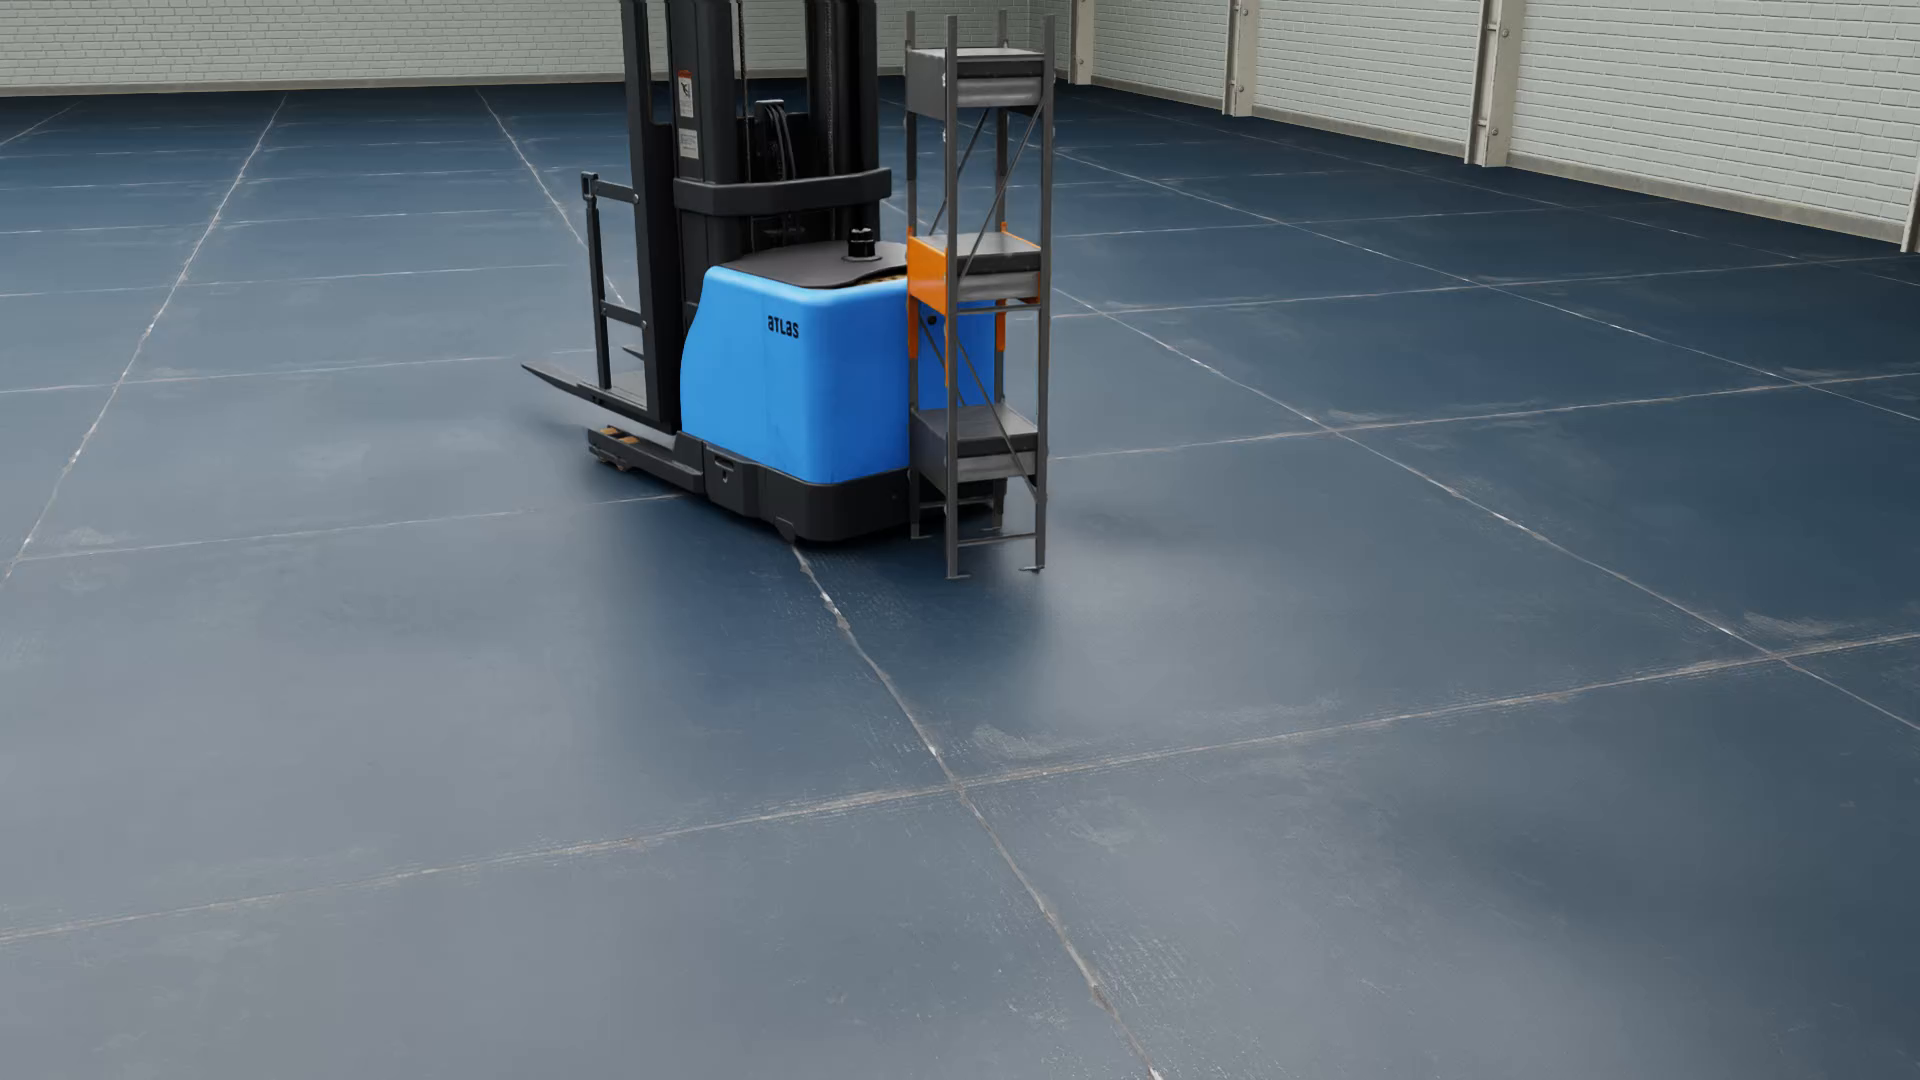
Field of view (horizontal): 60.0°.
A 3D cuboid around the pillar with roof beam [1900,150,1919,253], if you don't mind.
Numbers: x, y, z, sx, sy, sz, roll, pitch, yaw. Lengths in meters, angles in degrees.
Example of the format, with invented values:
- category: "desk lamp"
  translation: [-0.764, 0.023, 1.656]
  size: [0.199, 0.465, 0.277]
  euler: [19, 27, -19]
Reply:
- category: "pillar with roof beam"
  translation: [3.691, -6.058, 10.470]
  size: [9.100, 9.000, 0.400]
  euler: [-6, 21, -17]

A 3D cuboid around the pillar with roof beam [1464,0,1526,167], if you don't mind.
- category: "pillar with roof beam"
  translation: [1.805, -7.983, 15.830]
  size: [9.100, 9.000, 0.400]
  euler: [-6, 21, -17]

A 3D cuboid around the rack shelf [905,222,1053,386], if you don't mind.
- category: "rack shelf"
  translation: [0.065, -0.918, 6.406]
  size: [0.431, 0.518, 0.480]
  euler: [-7, 21, -18]

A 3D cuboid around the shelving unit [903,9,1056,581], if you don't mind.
- category: "shelving unit"
  translation: [0.065, -0.931, 6.402]
  size: [0.431, 2.100, 0.503]
  euler: [-7, 21, -18]

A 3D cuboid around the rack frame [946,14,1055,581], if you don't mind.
- category: "rack frame"
  translation: [0.144, -0.853, 6.185]
  size: [0.400, 2.100, 0.015]
  euler: [-7, 21, -18]

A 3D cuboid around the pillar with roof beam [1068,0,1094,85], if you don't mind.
- category: "pillar with roof beam"
  translation: [-1.966, -11.834, 26.552]
  size: [9.100, 9.000, 0.400]
  euler: [-6, 21, -17]

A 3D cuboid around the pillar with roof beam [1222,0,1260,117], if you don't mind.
- category: "pillar with roof beam"
  translation: [-0.081, -9.909, 21.191]
  size: [9.100, 9.000, 0.400]
  euler: [-6, 21, -17]

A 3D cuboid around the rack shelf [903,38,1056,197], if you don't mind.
- category: "rack shelf"
  translation: [0.065, -1.577, 6.170]
  size: [0.431, 0.518, 0.480]
  euler: [-7, 21, -18]

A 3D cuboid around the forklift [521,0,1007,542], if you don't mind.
- category: "forklift"
  translation: [-1.123, -1.795, 7.577]
  size: [1.130, 2.935, 3.031]
  euler: [-16, 25, -37]

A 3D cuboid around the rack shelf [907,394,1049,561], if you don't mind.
- category: "rack shelf"
  translation: [0.065, -0.259, 6.643]
  size: [0.431, 0.518, 0.480]
  euler: [-7, 21, -18]

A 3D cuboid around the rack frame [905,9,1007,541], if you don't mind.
- category: "rack frame"
  translation: [-0.014, -1.009, 6.619]
  size: [0.400, 2.100, 0.015]
  euler: [-7, 21, -18]
